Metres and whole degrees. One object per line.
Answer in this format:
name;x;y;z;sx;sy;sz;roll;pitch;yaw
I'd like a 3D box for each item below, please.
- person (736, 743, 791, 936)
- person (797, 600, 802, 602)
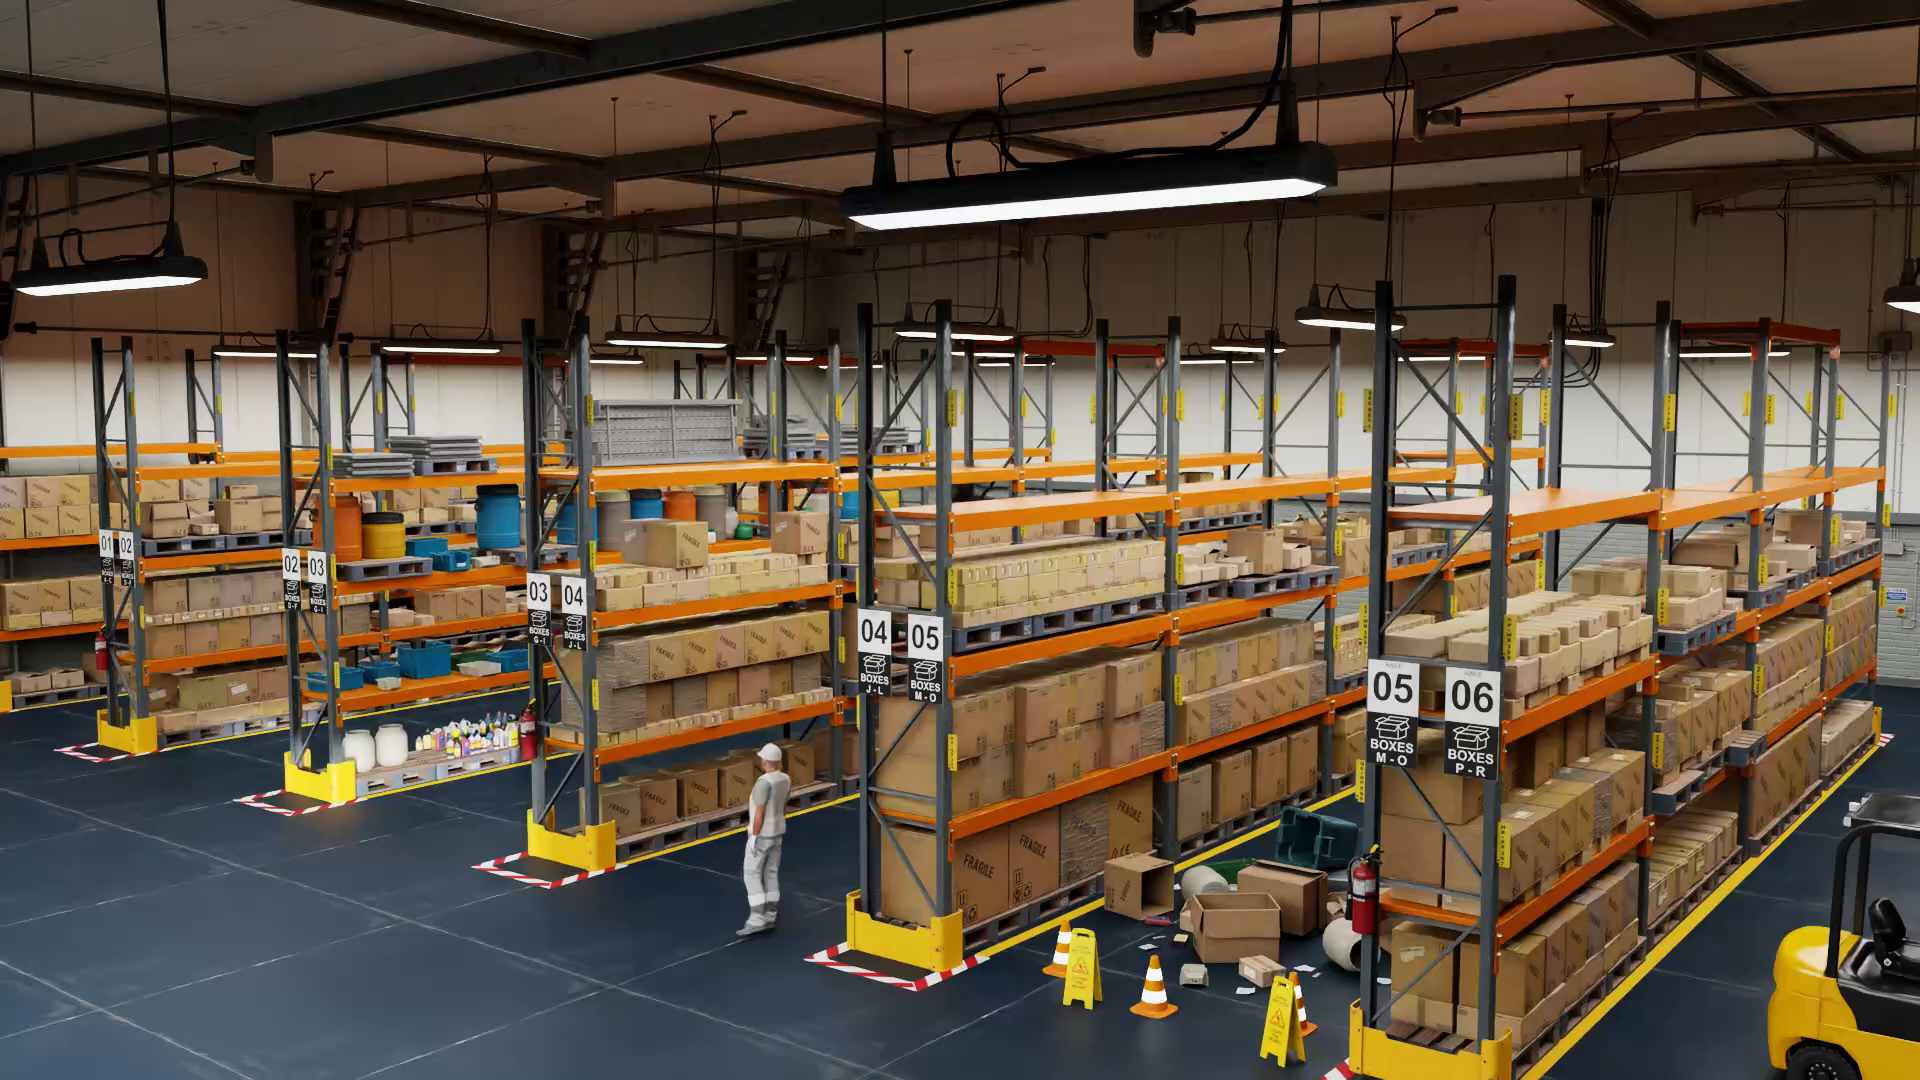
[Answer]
person;-1.897;2.879;16.085;0.380;1.820;0.612;3;6;28
person;-3.632;0.747;40.537;0.726;1.752;0.615;4;7;41
